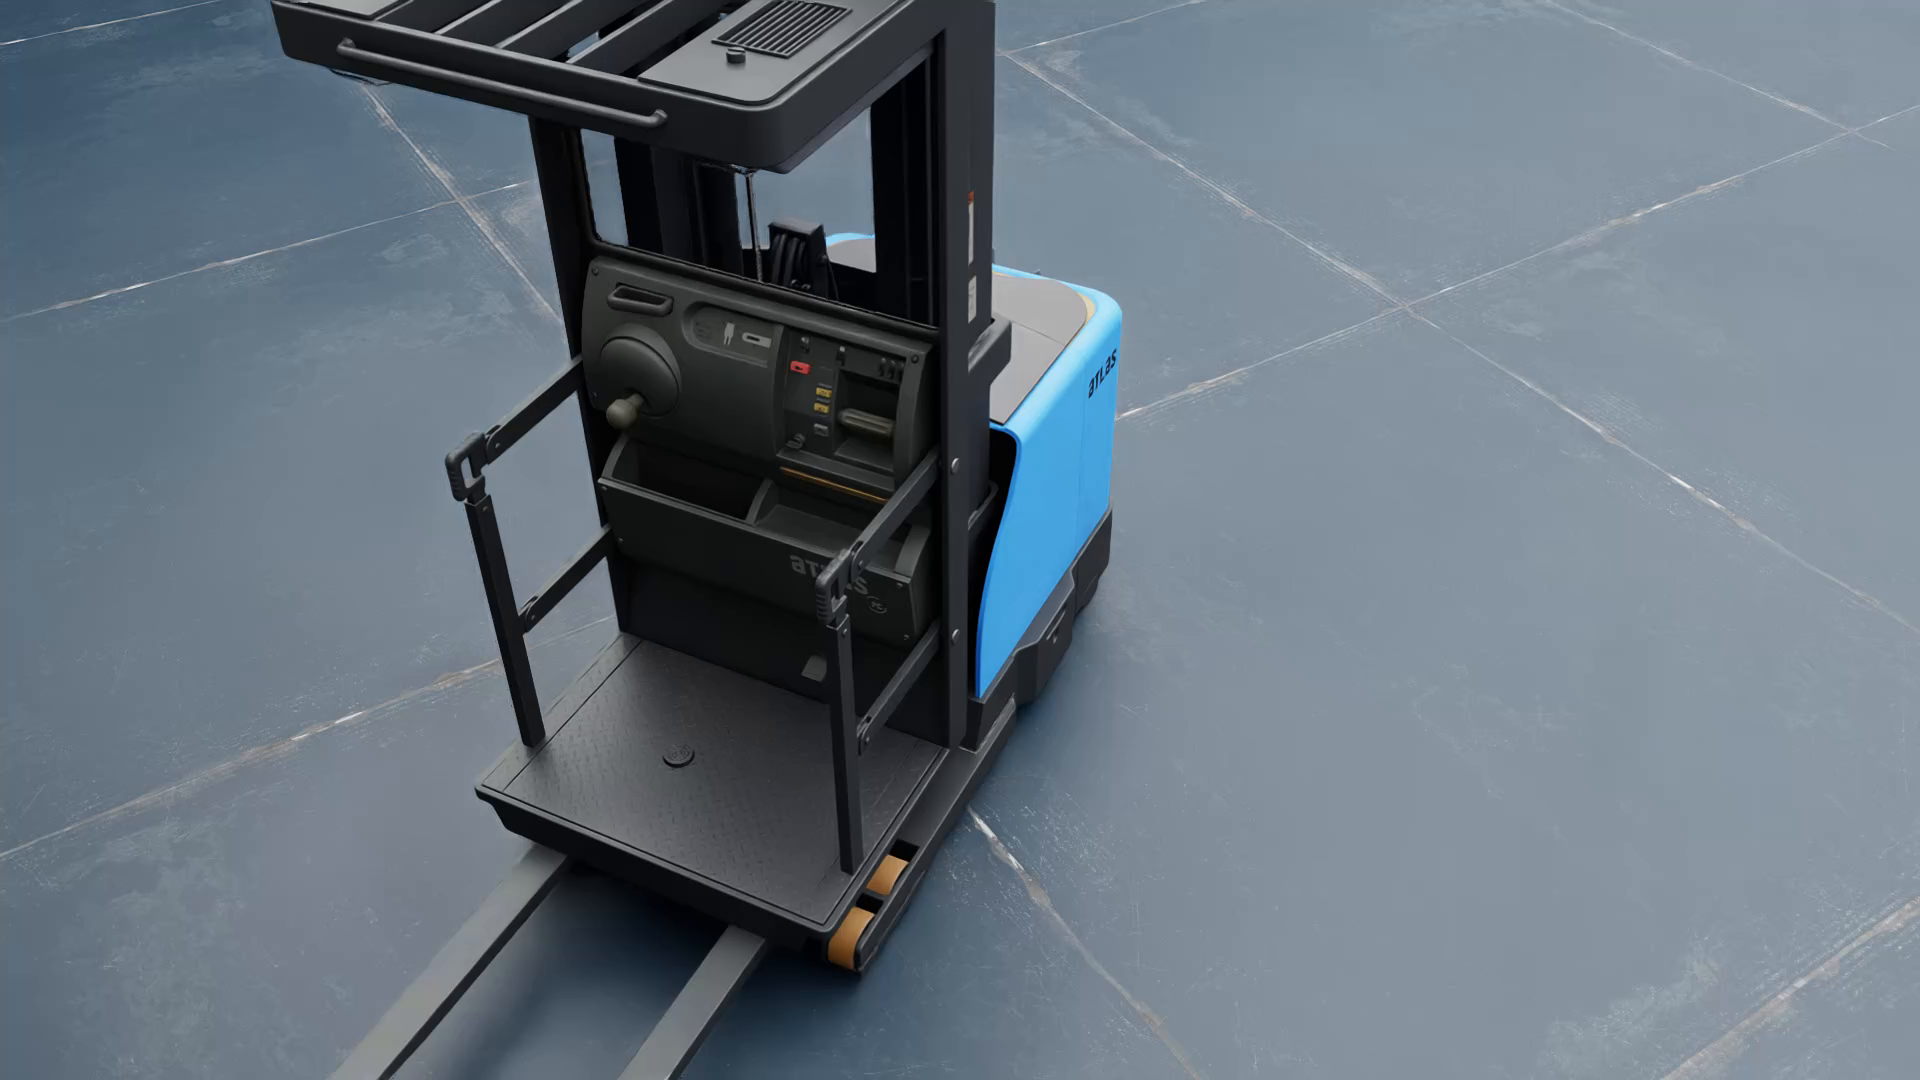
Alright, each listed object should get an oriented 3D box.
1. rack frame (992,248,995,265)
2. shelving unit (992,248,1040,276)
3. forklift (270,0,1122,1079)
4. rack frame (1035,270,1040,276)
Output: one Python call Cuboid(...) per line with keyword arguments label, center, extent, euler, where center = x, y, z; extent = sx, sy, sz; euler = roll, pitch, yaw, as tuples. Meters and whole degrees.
Cuboid(label="rack frame", center=(0.029, -0.567, 5.727), extent=(0.006, 0.900, 0.240), euler=(32, 49, 33))
Cuboid(label="shelving unit", center=(0.101, -0.521, 5.672), extent=(0.210, 0.900, 0.258), euler=(32, 49, 33))
Cuboid(label="forklift", center=(-0.601, -0.319, 3.843), extent=(1.130, 2.935, 3.031), euler=(17, 43, 20))
Cuboid(label="rack frame", center=(0.174, -0.476, 5.618), extent=(0.006, 0.900, 0.240), euler=(32, 49, 33))
